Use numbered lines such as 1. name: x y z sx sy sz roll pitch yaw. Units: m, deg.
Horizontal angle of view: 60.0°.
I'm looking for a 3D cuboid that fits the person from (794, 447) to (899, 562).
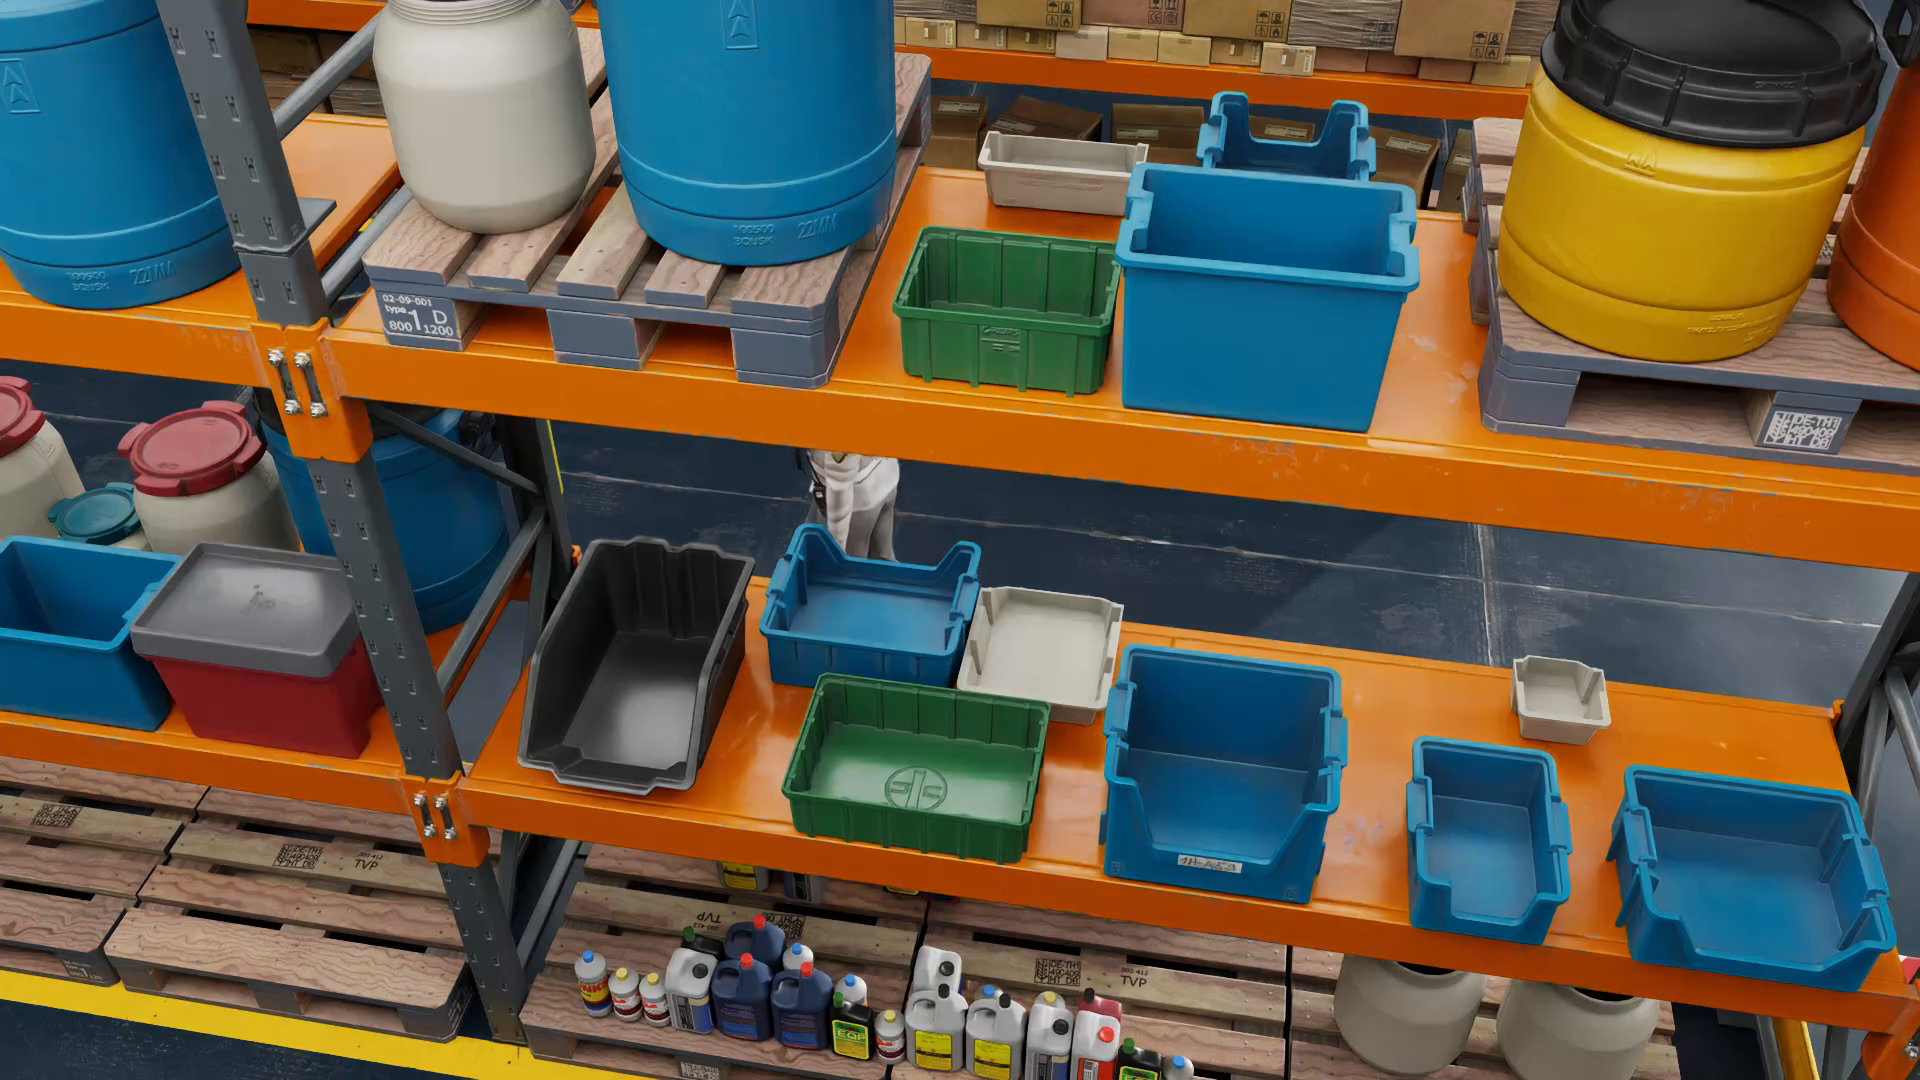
1. person: -0.373 -0.171 6.314 0.387 1.681 0.531 18 44 20
